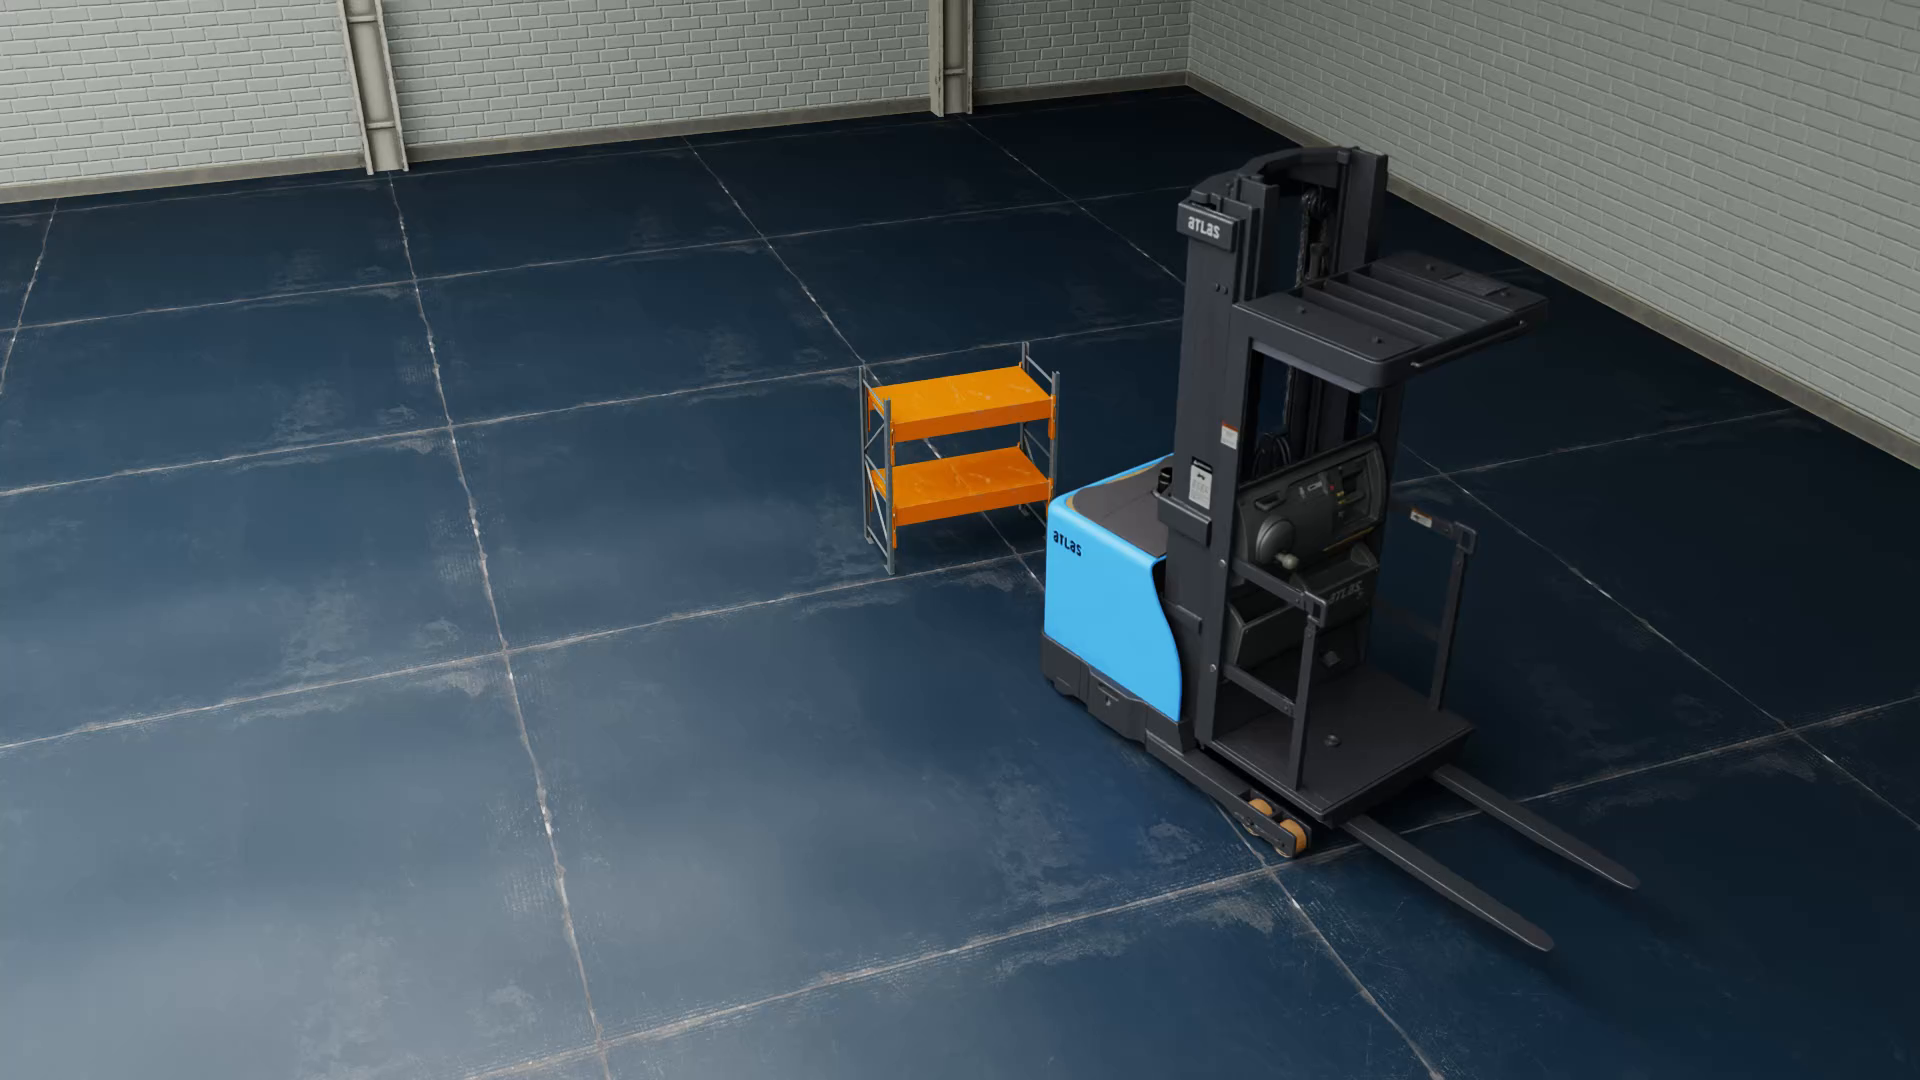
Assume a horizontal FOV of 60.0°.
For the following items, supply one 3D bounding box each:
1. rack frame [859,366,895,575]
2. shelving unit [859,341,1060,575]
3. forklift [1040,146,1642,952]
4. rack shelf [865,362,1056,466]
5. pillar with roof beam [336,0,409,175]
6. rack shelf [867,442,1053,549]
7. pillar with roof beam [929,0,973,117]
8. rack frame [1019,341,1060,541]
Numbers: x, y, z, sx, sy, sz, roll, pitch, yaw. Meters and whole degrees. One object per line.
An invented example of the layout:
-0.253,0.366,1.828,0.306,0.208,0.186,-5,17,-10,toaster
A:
-0.483,-0.400,9.666,0.032,1.125,0.500,-10,31,-18,rack frame
-0.006,-0.488,9.820,1.048,1.125,0.538,-10,31,-18,shelving unit
1.719,-0.109,7.330,1.130,2.935,3.031,-21,36,-32,forklift
-0.006,-0.742,9.675,1.000,0.278,0.538,-10,31,-18,rack shelf
-4.219,-5.627,10.887,0.400,9.000,9.100,-10,31,-18,pillar with roof beam
-0.006,-0.275,9.941,1.000,0.278,0.538,-10,31,-18,rack shelf
1.404,-6.663,12.705,0.400,9.000,9.100,-10,31,-18,pillar with roof beam
0.470,-0.575,9.974,0.032,1.125,0.500,-10,31,-18,rack frame
